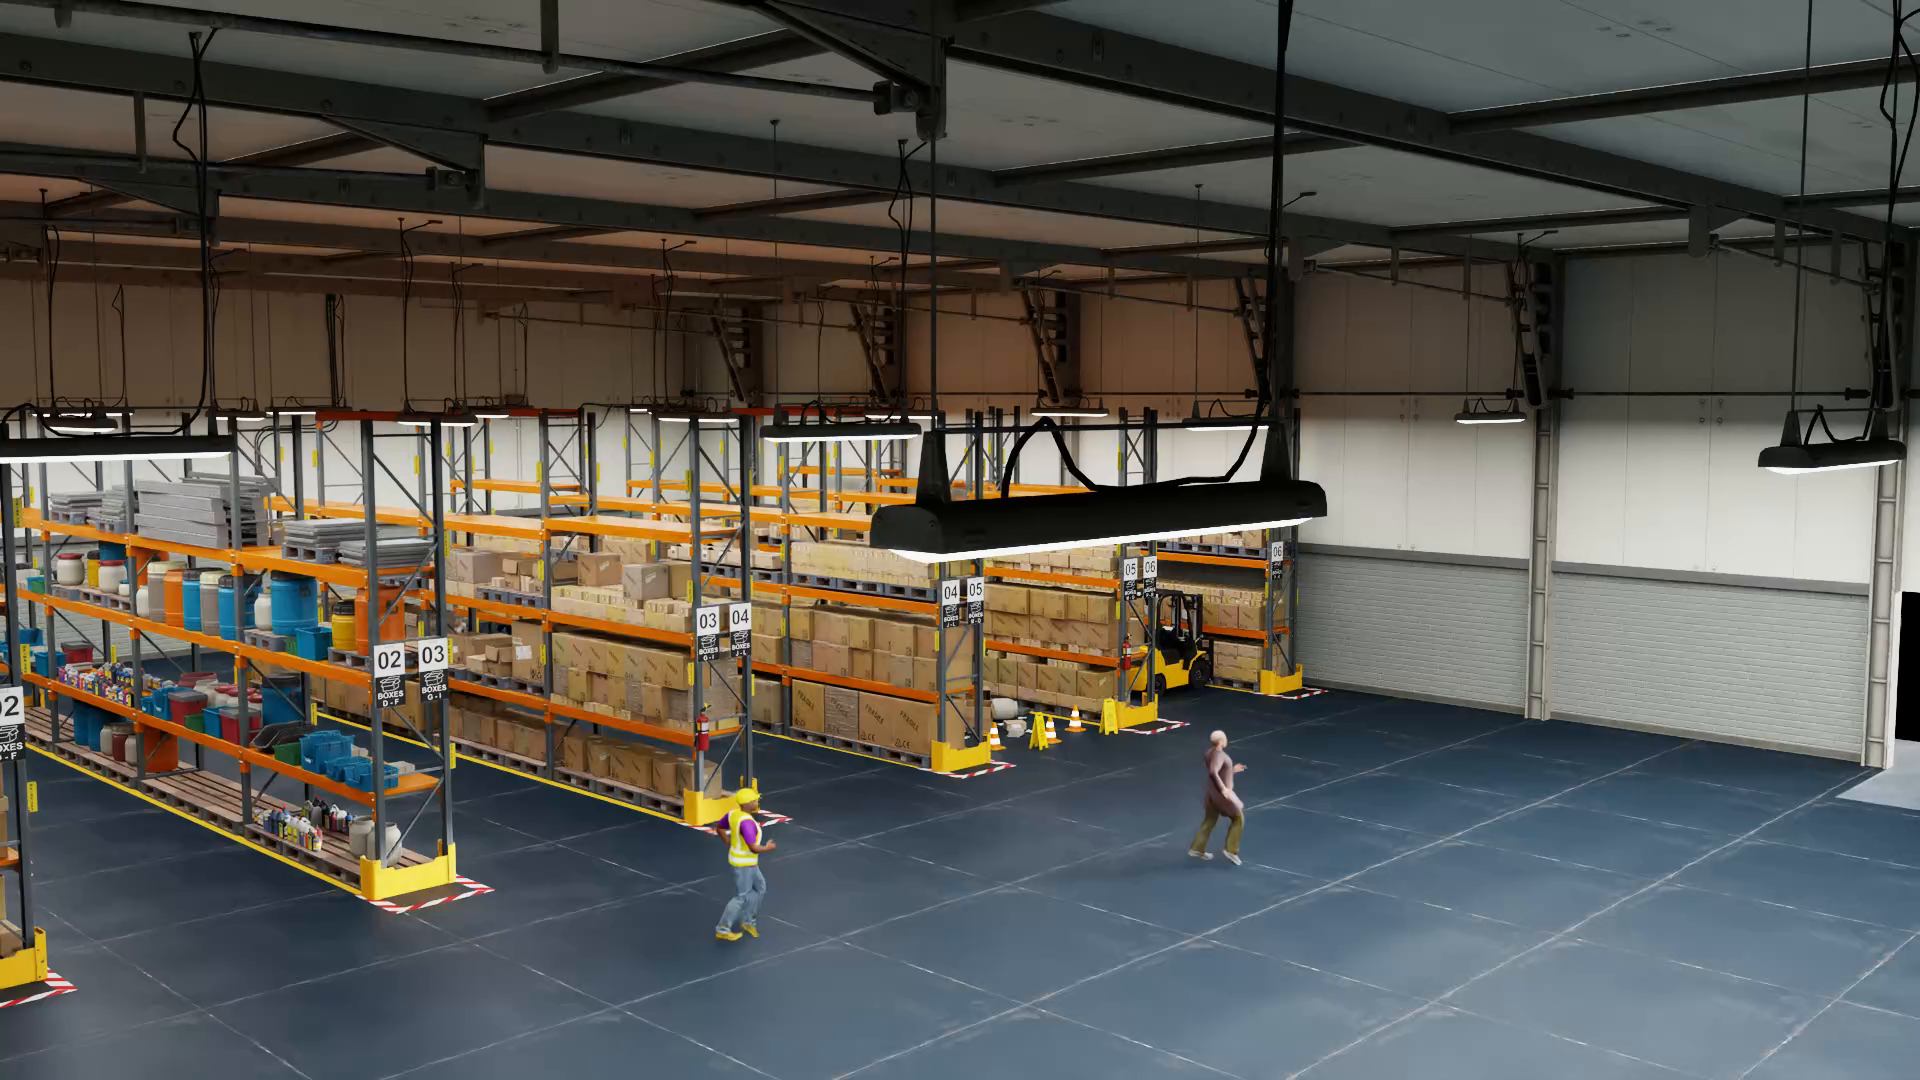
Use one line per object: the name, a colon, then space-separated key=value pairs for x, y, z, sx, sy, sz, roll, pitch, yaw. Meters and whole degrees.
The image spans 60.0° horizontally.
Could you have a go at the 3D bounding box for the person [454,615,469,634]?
person: x=-11.005 y=2.365 z=36.424 sx=0.635 sy=1.525 sz=0.762 roll=-4 pitch=6 yaw=-38

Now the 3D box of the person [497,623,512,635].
person: x=-11.144 y=1.971 z=40.796 sx=0.548 sy=1.552 sz=0.547 roll=2 pitch=6 yaw=24

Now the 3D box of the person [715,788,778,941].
person: x=-2.480 y=3.772 z=19.197 sx=0.744 sy=1.840 sz=0.720 roll=-2 pitch=5 yaw=-20

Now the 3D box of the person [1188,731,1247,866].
person: x=3.473 y=3.474 z=22.299 sx=0.835 sy=1.849 sz=0.669 roll=-2 pitch=5 yaw=-21
